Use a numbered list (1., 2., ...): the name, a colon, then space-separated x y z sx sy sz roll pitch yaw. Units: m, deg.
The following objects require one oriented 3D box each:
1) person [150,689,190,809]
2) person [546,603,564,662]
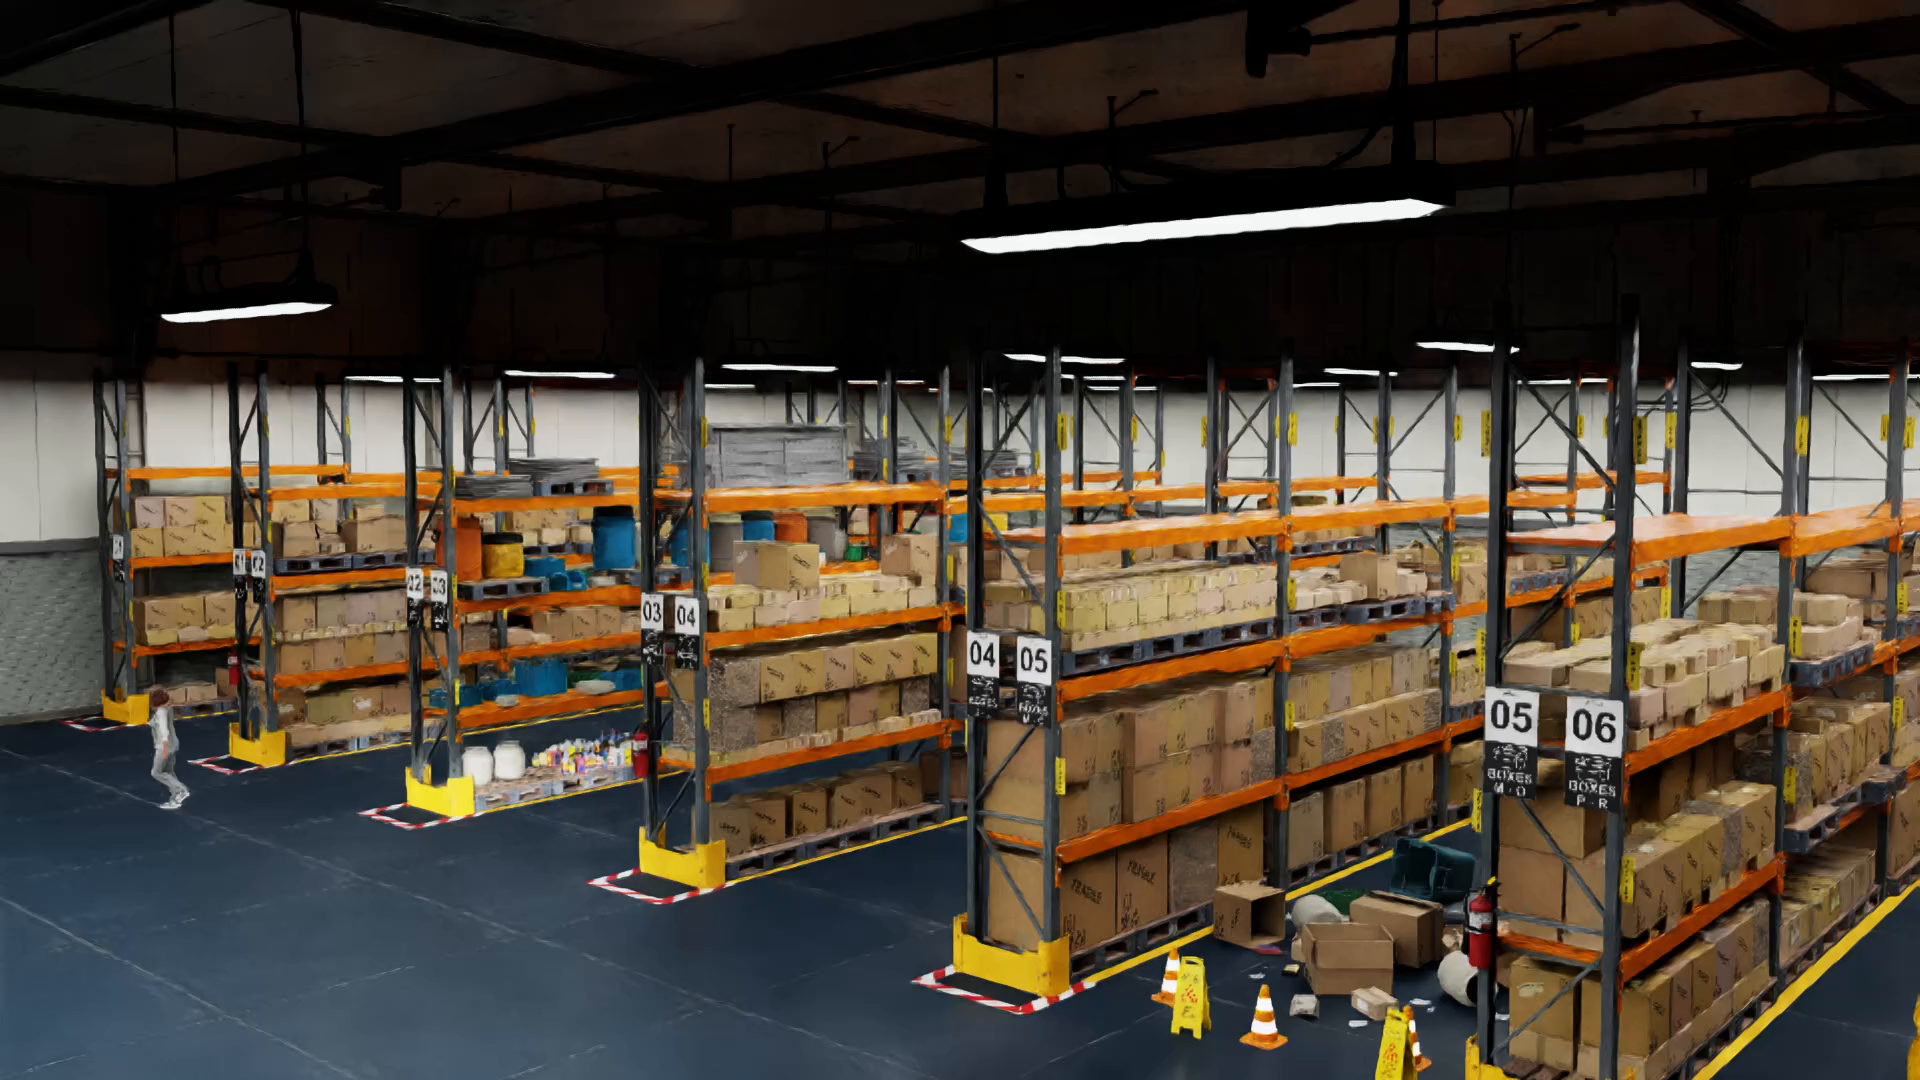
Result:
1. person: -10.423 2.758 21.951 0.464 1.590 0.462 -1 4 -9
2. person: -7.874 1.928 32.447 0.440 1.683 0.551 1 4 15
